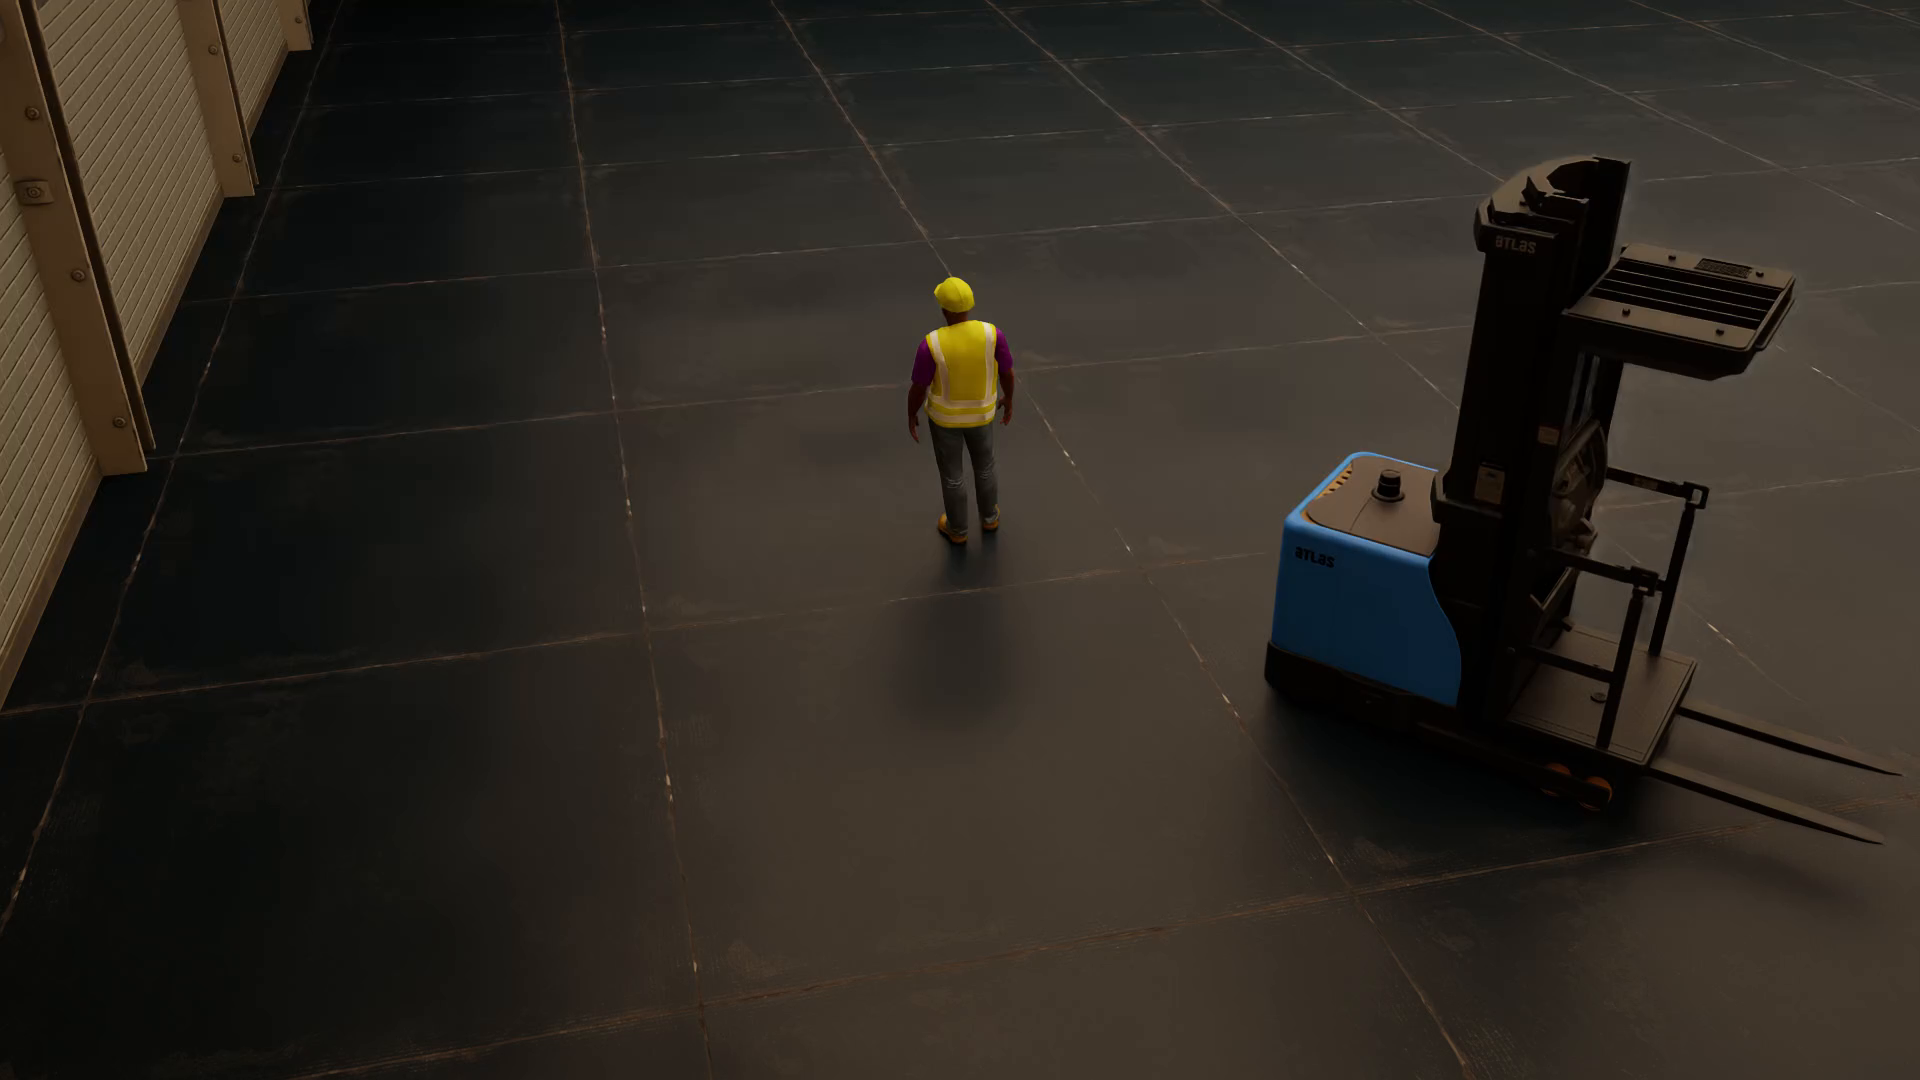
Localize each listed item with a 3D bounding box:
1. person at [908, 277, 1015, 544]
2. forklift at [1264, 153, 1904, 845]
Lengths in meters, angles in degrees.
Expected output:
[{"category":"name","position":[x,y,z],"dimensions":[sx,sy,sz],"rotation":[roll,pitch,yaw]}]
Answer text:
[{"category":"person","position":[-0.010,-0.805,10.113],"dimensions":[0.665,1.765,0.577],"rotation":[-7,31,-12]},{"category":"forklift","position":[3.168,-0.239,7.988],"dimensions":[3.031,2.935,1.130],"rotation":[19,35,29]}]
